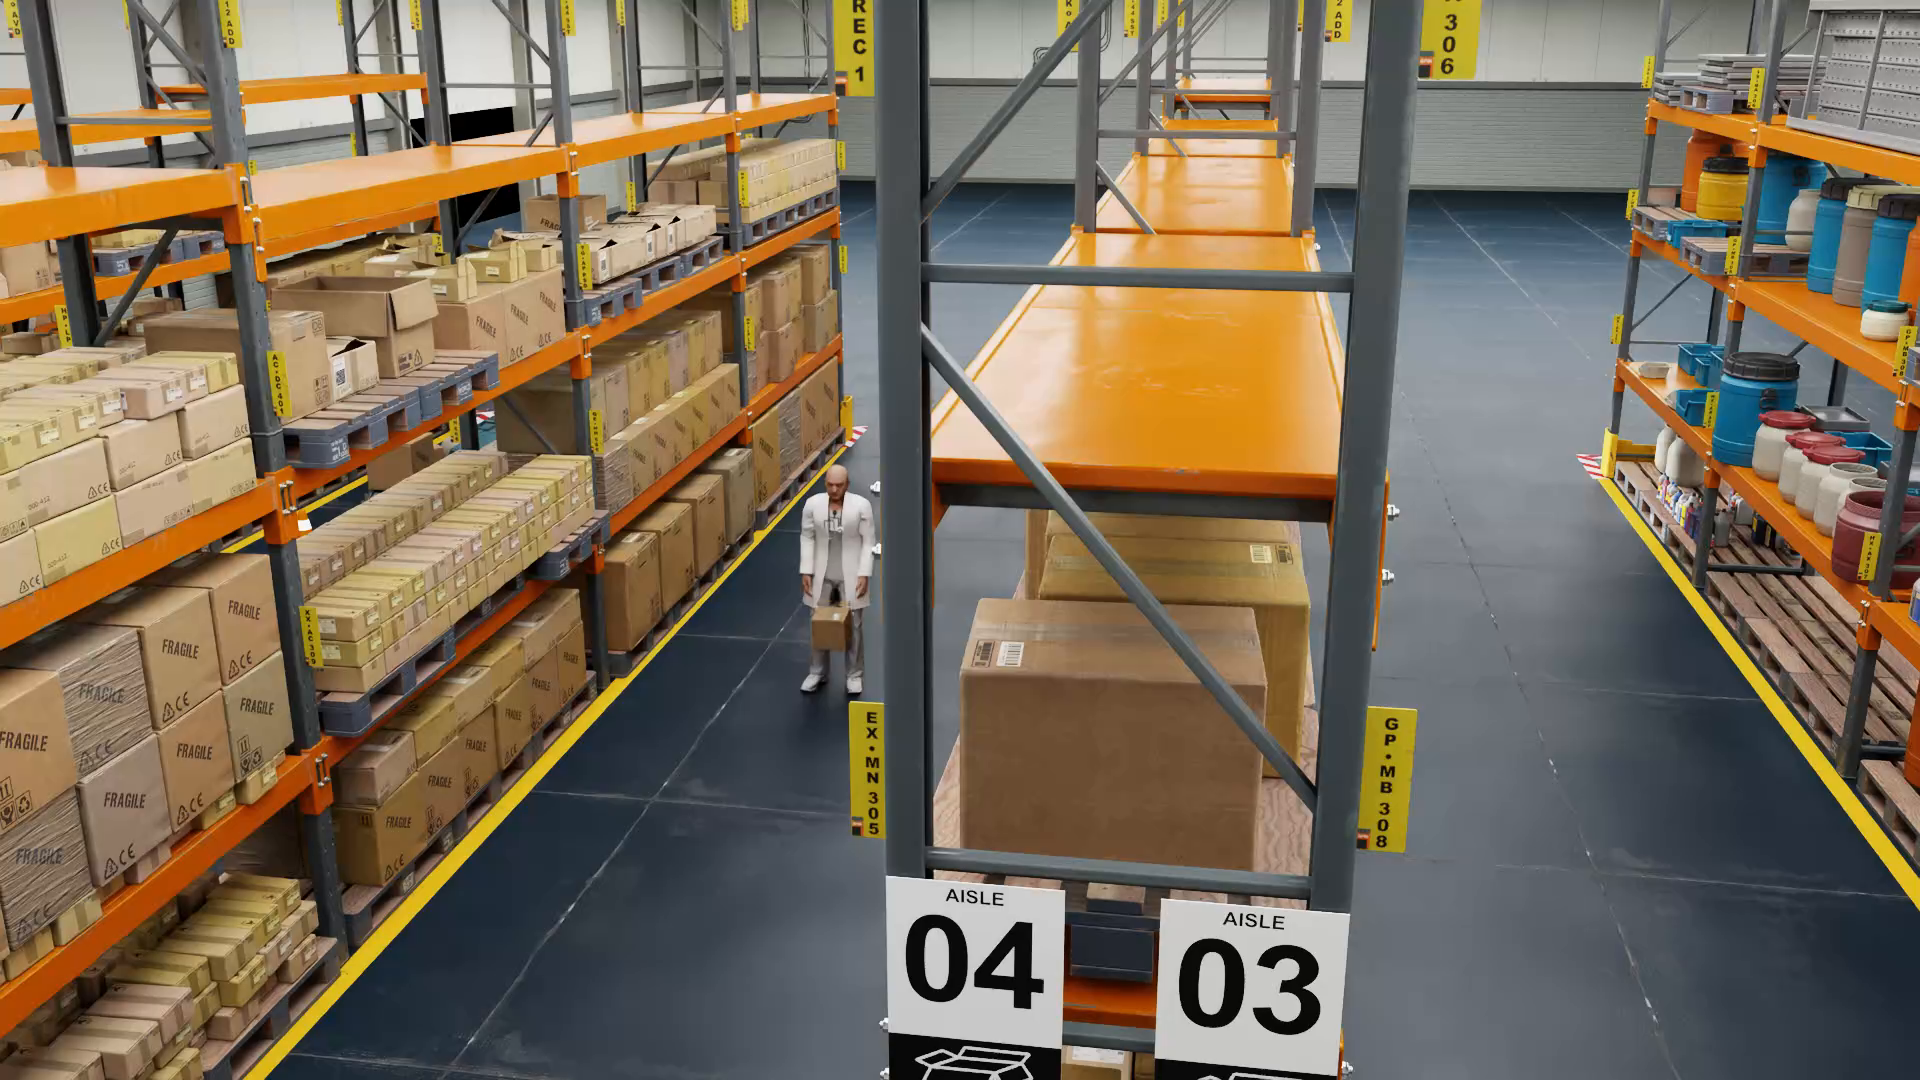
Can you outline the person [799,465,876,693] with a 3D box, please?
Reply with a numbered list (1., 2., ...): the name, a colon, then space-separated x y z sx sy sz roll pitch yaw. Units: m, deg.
1. person: -0.934 0.285 12.686 0.589 1.778 0.424 2 18 7
